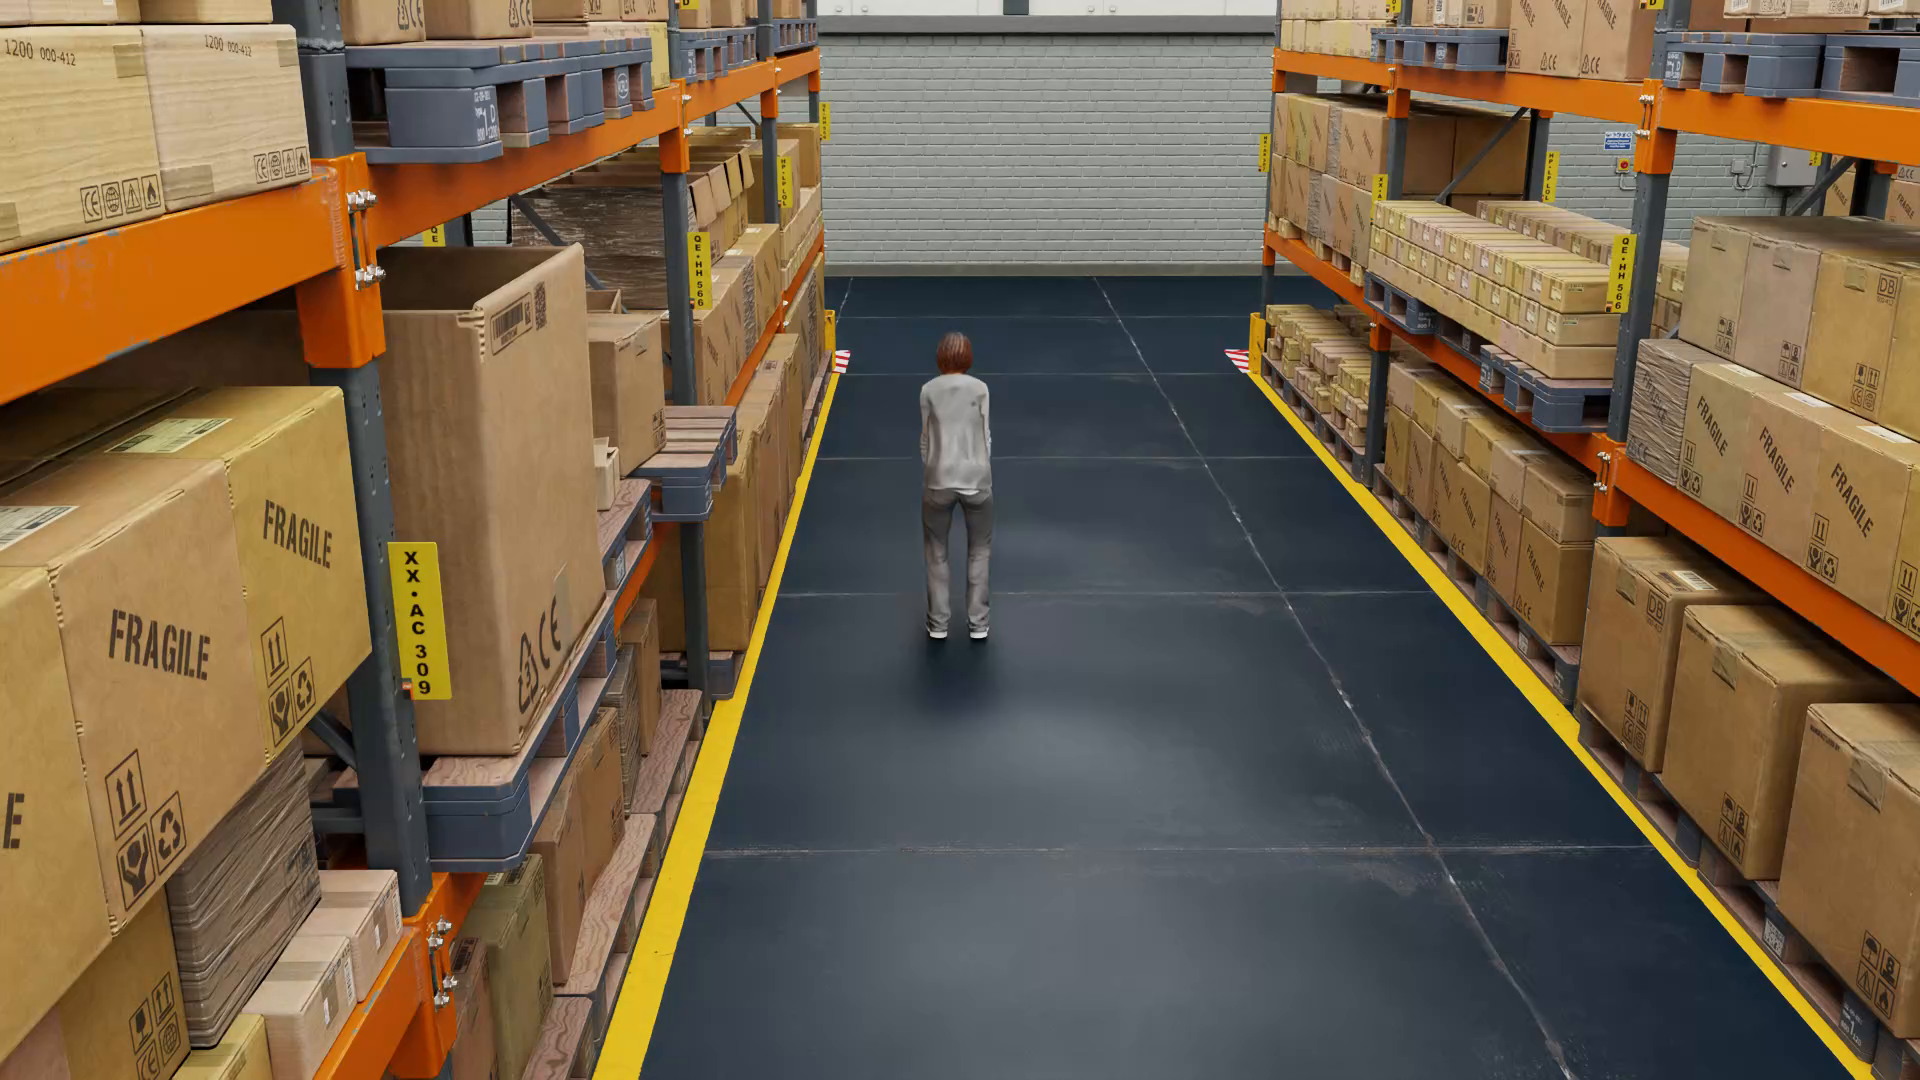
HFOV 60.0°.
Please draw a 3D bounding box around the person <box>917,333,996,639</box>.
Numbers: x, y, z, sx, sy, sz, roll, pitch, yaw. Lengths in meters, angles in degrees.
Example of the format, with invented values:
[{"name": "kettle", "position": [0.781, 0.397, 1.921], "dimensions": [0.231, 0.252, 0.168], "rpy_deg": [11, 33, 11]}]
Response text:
[{"name": "person", "position": [-0.017, -0.291, 8.504], "dimensions": [0.404, 1.594, 0.494], "rpy_deg": [0, 17, 0]}]
